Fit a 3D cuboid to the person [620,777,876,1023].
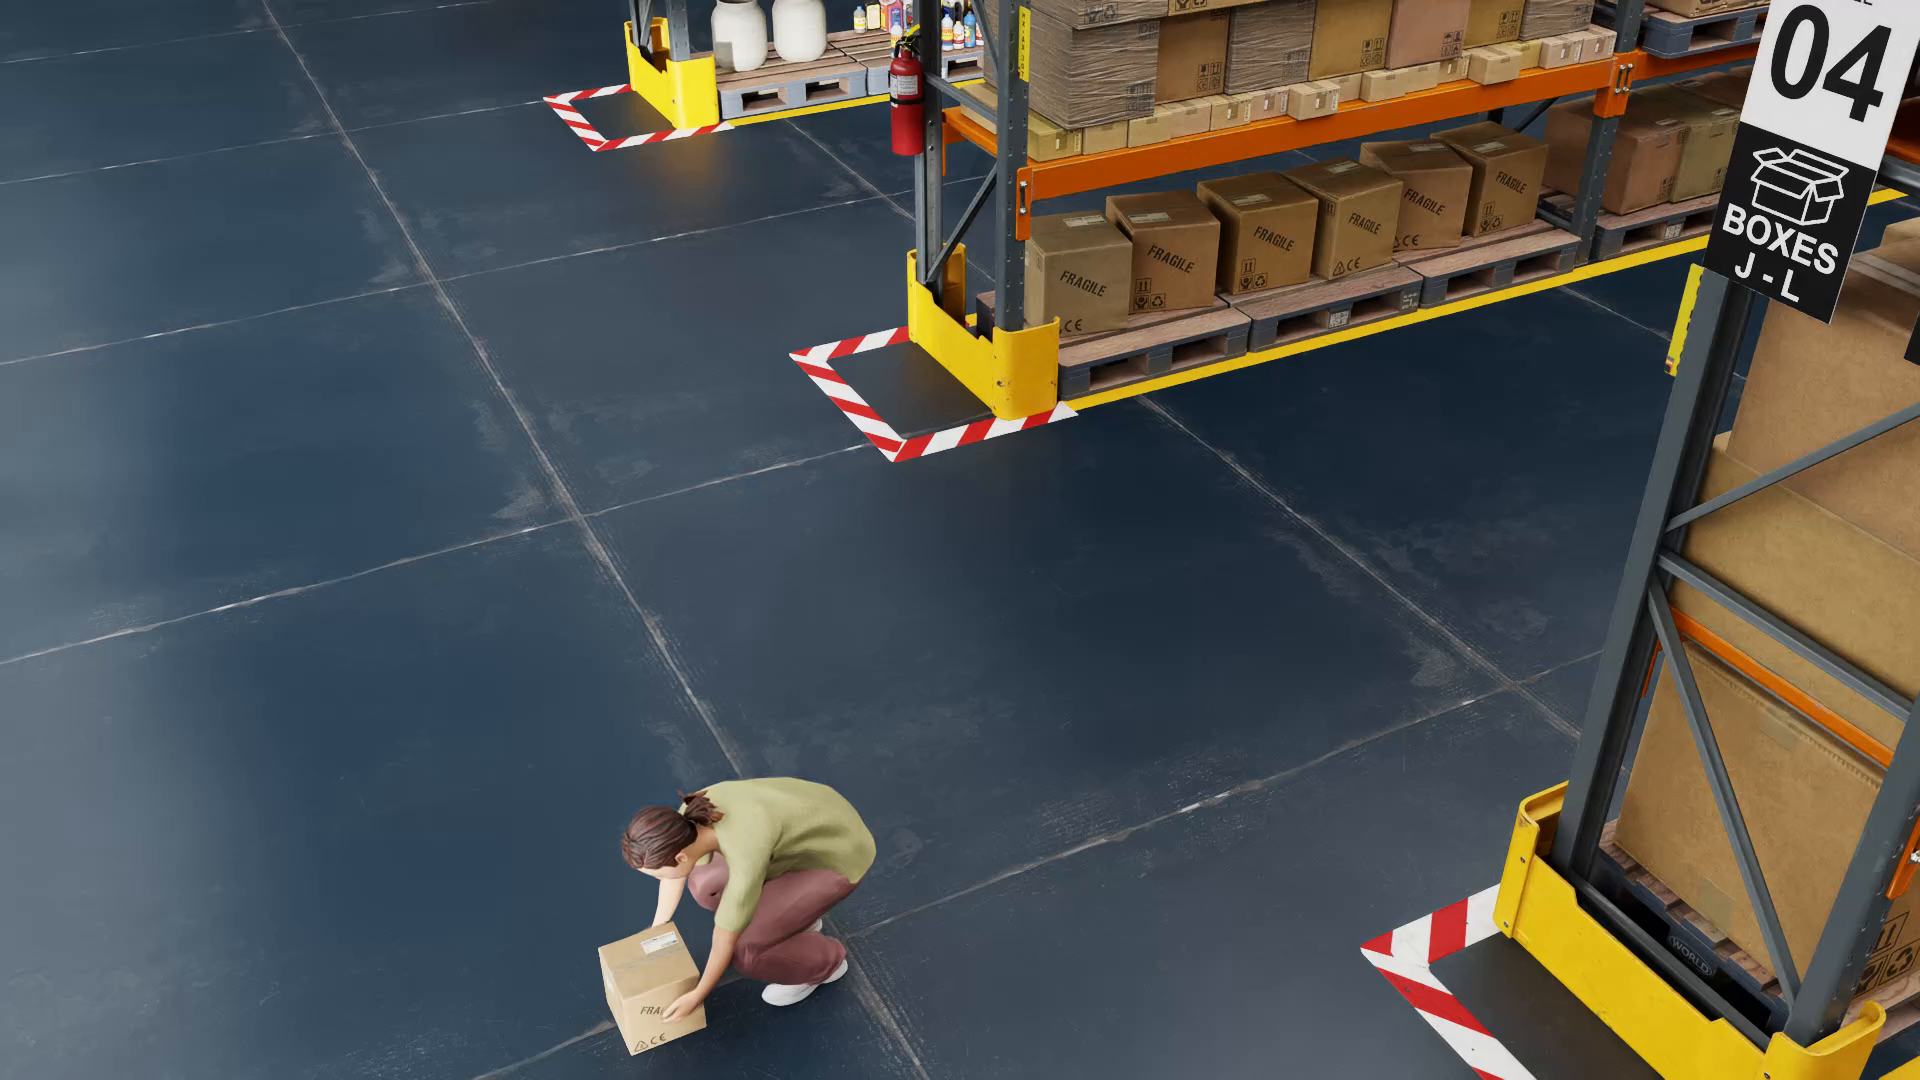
[{"bbox_3d":[-0.648,1.074,5.219,0.800,0.890,0.490,-16,36,-23],"label":"person"}]
